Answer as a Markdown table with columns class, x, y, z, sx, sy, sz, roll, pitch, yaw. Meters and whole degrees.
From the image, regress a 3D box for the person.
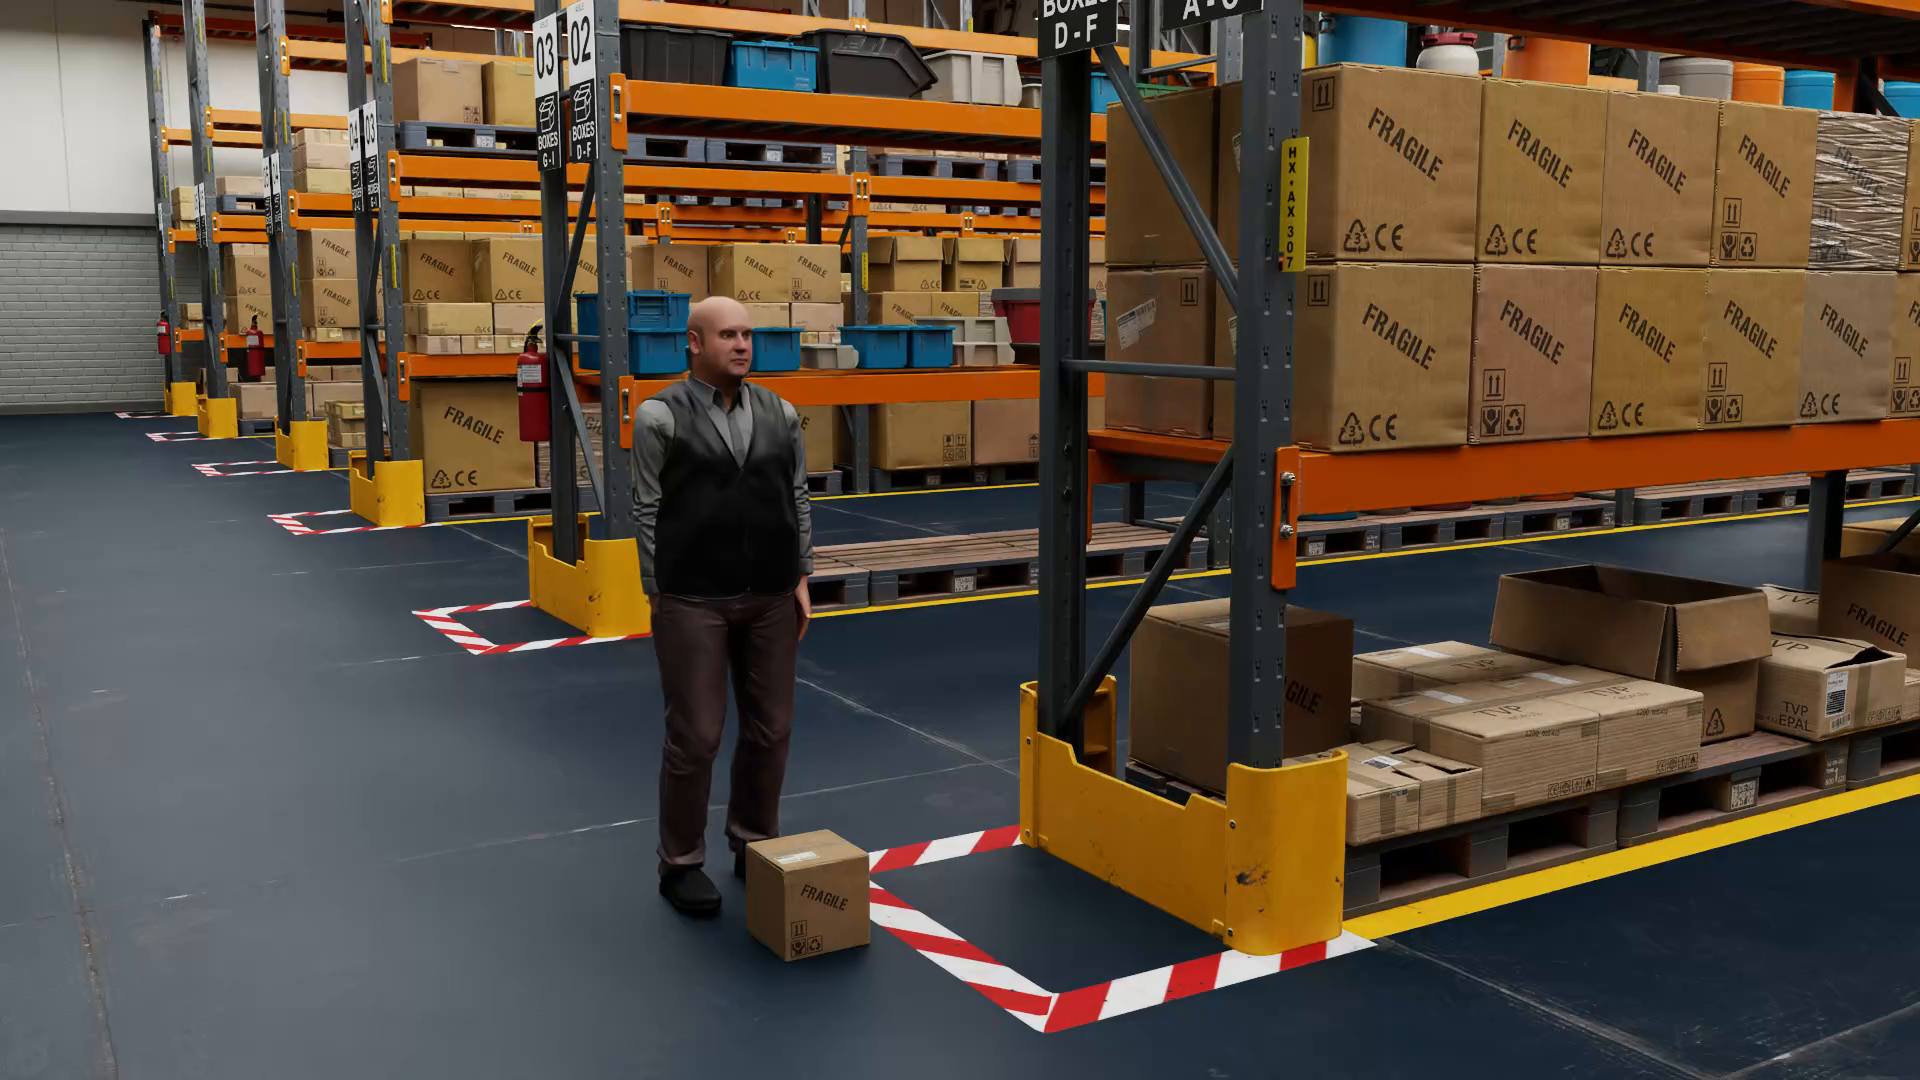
| class | x | y | z | sx | sy | sz | roll | pitch | yaw |
| --- | --- | --- | --- | --- | --- | --- | --- | --- | --- |
| person | -0.655 | 0.173 | 4.736 | 0.532 | 1.719 | 0.360 | -5 | 10 | -32 |
